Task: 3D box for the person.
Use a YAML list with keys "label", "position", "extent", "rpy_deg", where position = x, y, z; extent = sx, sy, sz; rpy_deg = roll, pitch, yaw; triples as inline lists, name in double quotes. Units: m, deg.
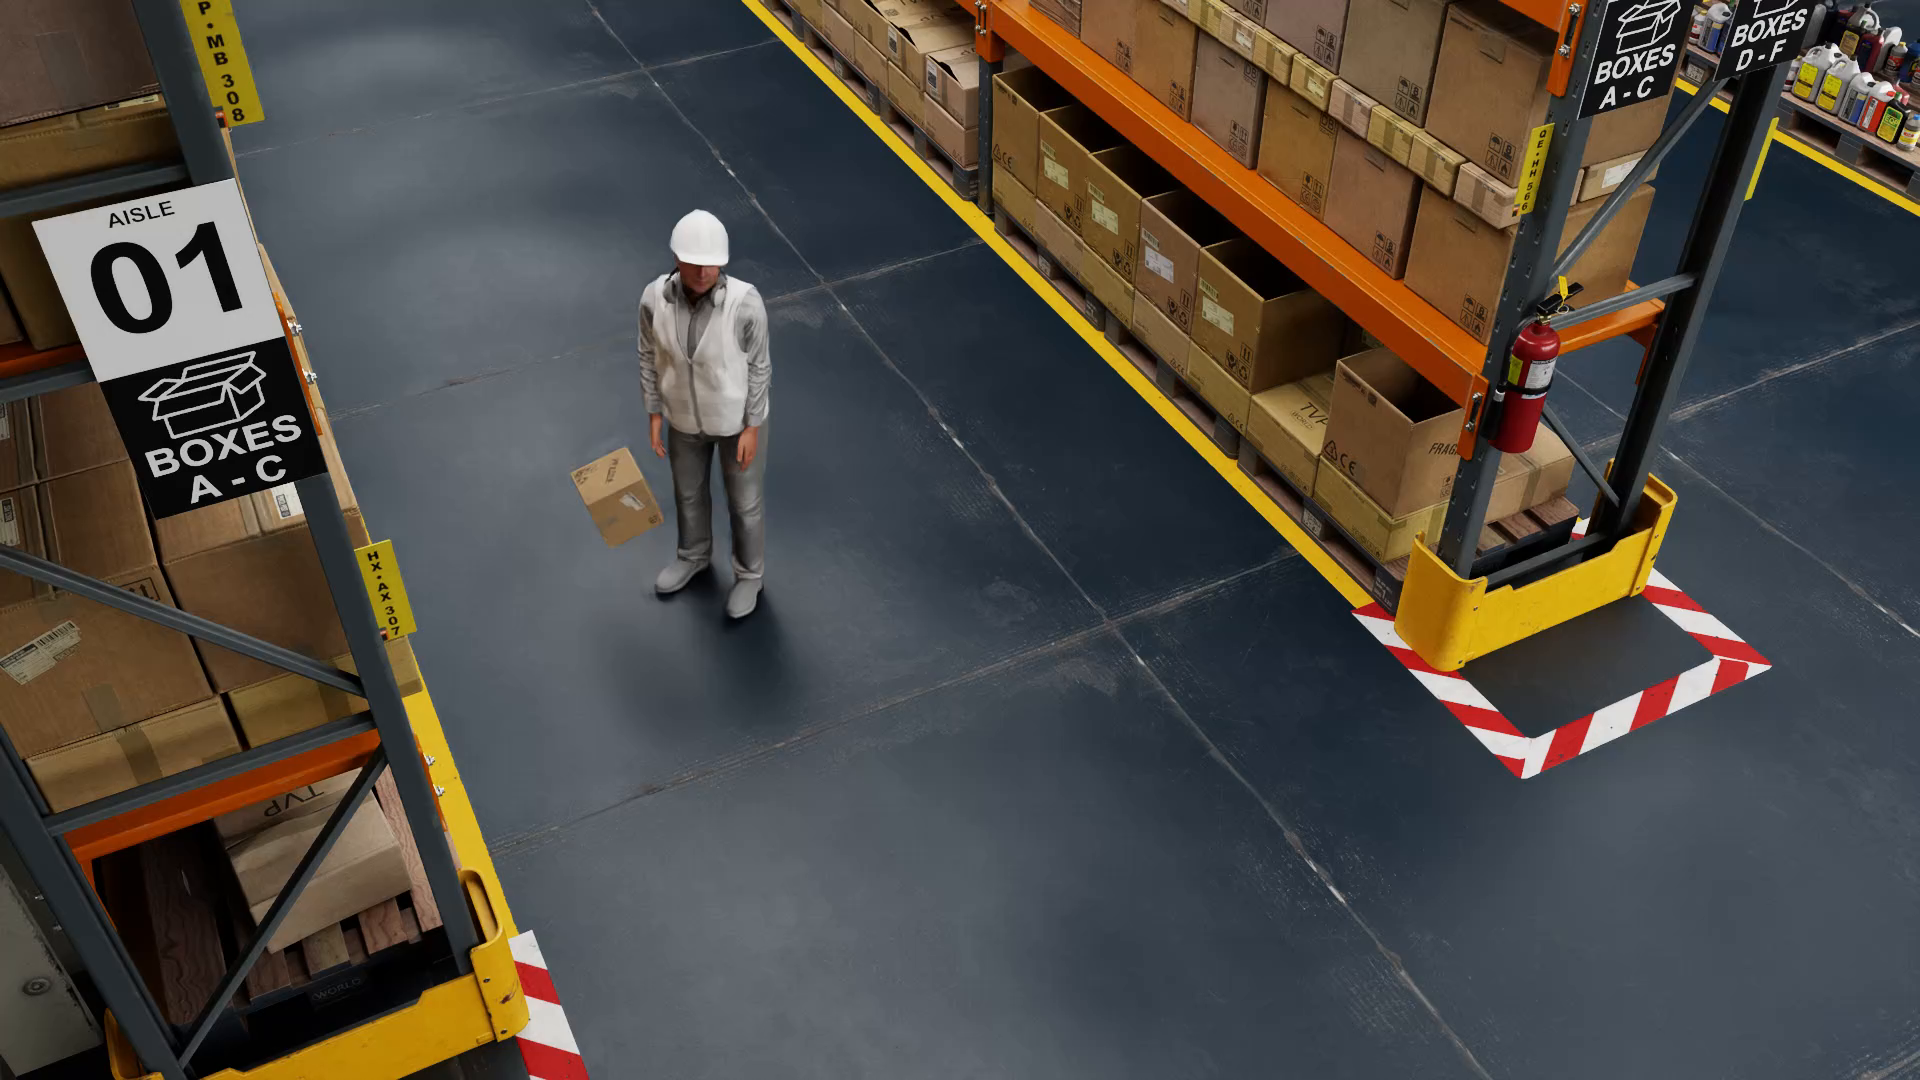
- label: "person"
  position: [-1.030, -0.474, 6.655]
  extent: [0.581, 1.783, 0.482]
  rpy_deg: [8, 42, 9]
